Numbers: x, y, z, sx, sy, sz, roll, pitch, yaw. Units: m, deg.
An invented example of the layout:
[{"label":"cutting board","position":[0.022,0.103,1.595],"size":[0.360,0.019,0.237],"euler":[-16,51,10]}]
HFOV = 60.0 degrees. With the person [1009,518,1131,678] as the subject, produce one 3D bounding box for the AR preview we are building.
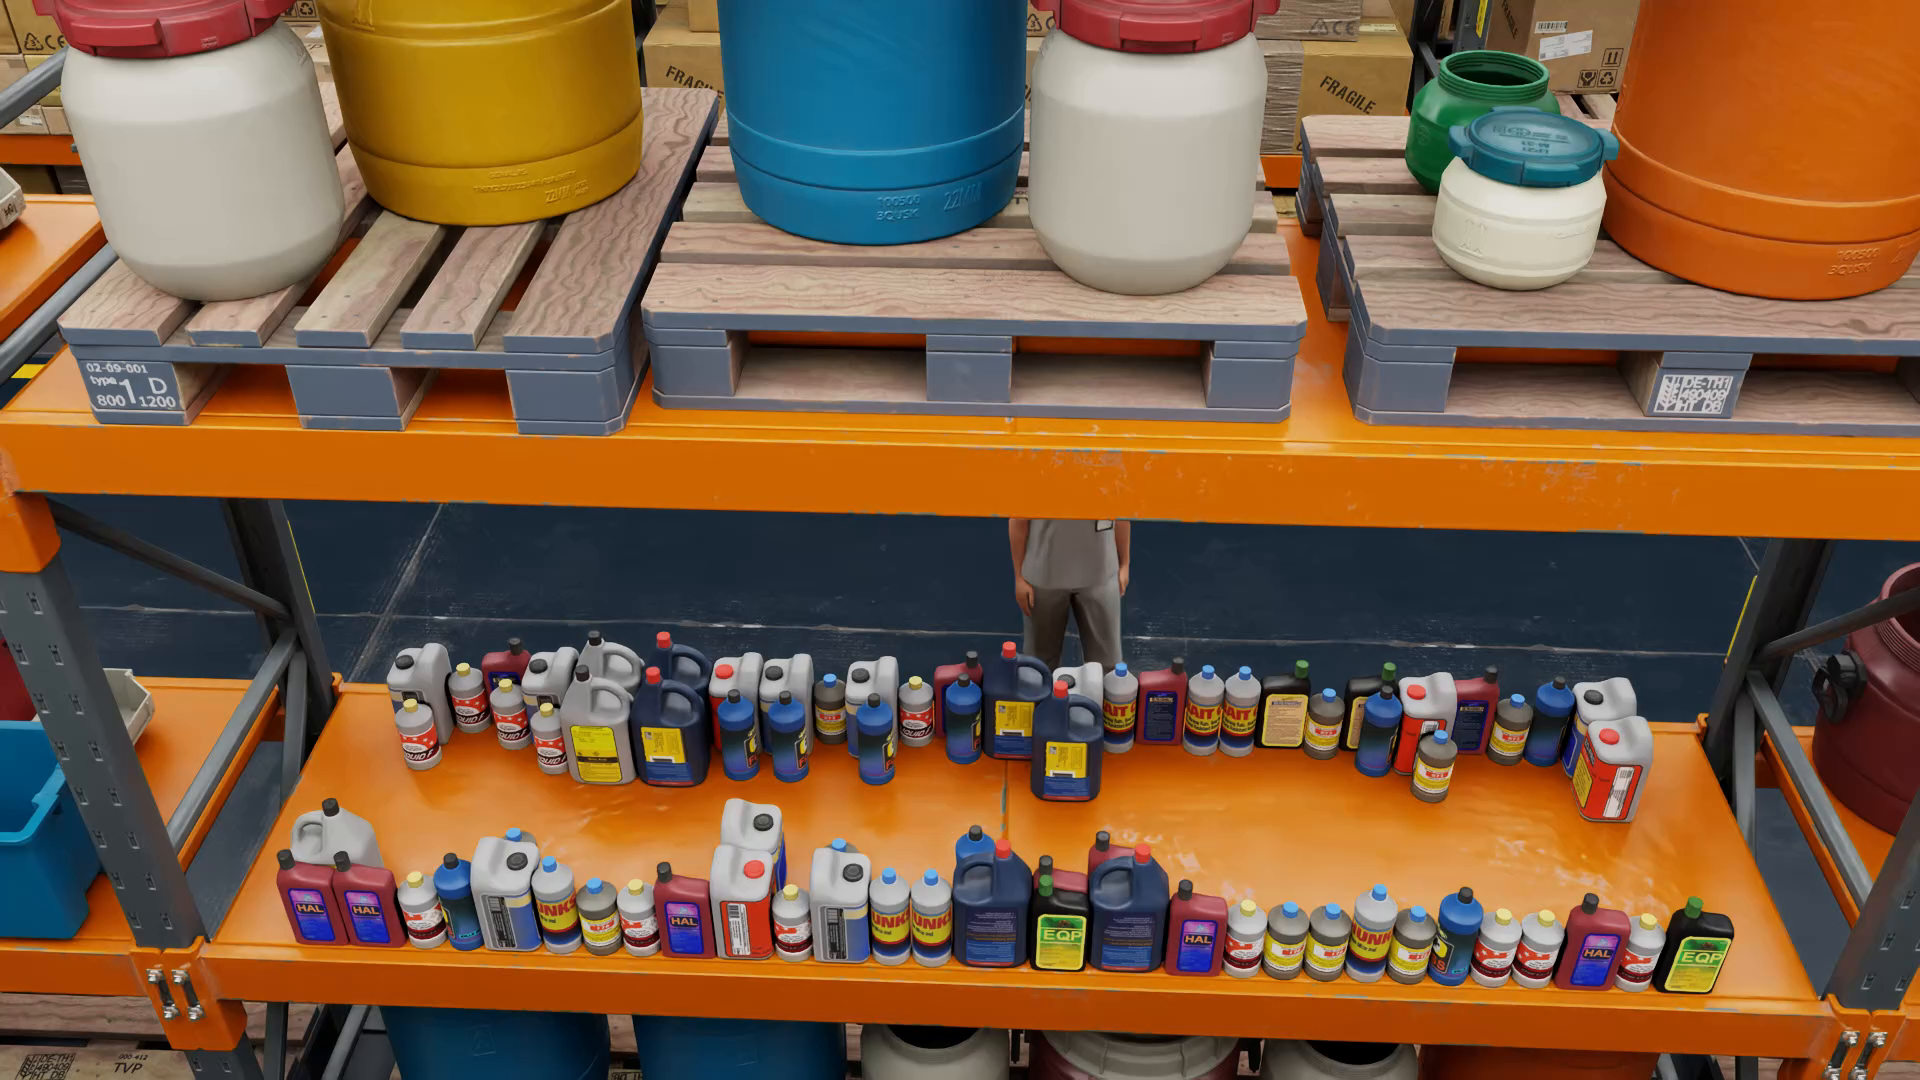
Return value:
[{"label":"person","position":[0.406,0.183,5.891],"size":[0.446,1.666,0.605],"euler":[-4,36,-6]}]
